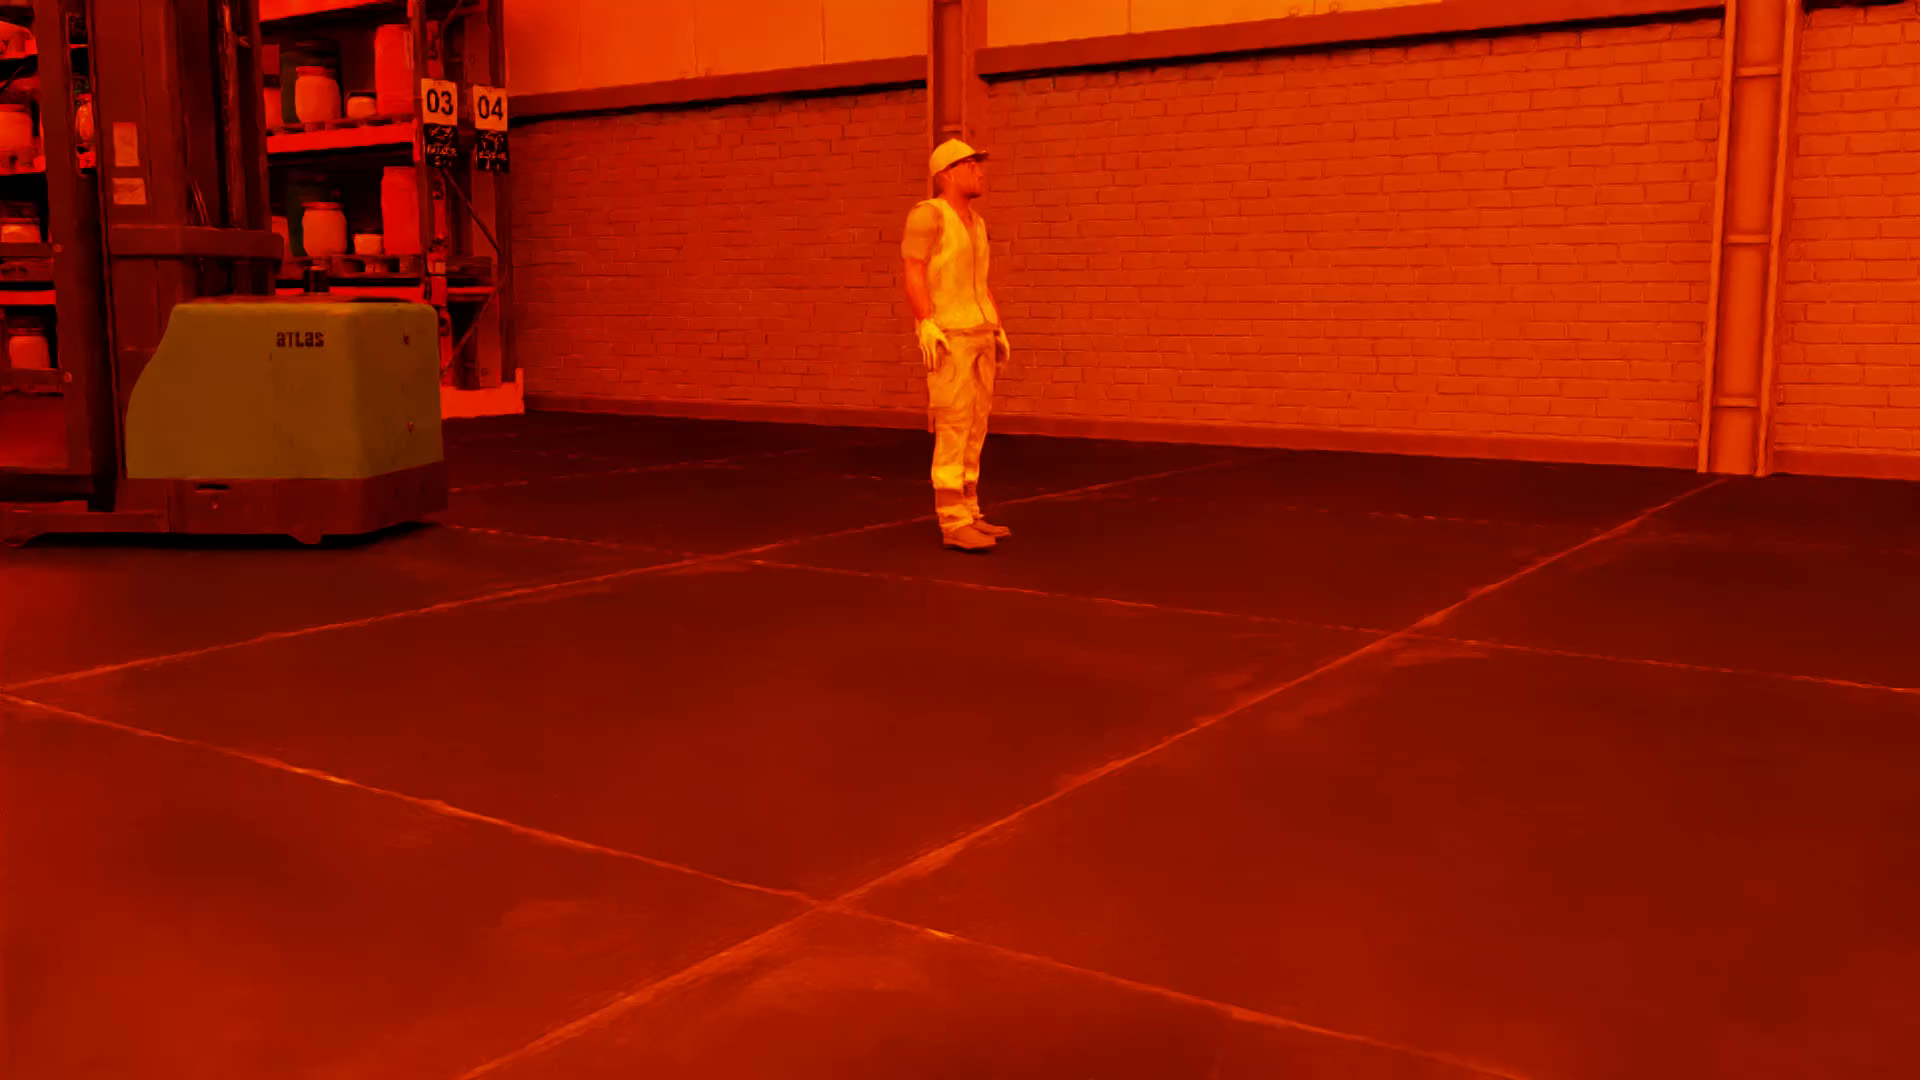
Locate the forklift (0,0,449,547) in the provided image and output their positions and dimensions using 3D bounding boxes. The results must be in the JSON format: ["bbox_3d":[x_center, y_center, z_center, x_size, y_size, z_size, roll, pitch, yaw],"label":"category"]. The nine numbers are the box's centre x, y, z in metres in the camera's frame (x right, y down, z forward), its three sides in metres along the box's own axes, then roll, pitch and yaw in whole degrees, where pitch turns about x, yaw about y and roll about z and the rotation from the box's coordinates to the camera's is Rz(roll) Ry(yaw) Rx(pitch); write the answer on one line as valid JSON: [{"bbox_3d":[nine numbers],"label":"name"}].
[{"bbox_3d":[-4.066,-1.494,7.698,3.031,2.935,1.130,1,8,5],"label":"forklift"}]

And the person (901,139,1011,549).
[{"bbox_3d":[0.060,-0.885,7.423,0.563,1.787,0.637,5,10,34],"label":"person"}]
